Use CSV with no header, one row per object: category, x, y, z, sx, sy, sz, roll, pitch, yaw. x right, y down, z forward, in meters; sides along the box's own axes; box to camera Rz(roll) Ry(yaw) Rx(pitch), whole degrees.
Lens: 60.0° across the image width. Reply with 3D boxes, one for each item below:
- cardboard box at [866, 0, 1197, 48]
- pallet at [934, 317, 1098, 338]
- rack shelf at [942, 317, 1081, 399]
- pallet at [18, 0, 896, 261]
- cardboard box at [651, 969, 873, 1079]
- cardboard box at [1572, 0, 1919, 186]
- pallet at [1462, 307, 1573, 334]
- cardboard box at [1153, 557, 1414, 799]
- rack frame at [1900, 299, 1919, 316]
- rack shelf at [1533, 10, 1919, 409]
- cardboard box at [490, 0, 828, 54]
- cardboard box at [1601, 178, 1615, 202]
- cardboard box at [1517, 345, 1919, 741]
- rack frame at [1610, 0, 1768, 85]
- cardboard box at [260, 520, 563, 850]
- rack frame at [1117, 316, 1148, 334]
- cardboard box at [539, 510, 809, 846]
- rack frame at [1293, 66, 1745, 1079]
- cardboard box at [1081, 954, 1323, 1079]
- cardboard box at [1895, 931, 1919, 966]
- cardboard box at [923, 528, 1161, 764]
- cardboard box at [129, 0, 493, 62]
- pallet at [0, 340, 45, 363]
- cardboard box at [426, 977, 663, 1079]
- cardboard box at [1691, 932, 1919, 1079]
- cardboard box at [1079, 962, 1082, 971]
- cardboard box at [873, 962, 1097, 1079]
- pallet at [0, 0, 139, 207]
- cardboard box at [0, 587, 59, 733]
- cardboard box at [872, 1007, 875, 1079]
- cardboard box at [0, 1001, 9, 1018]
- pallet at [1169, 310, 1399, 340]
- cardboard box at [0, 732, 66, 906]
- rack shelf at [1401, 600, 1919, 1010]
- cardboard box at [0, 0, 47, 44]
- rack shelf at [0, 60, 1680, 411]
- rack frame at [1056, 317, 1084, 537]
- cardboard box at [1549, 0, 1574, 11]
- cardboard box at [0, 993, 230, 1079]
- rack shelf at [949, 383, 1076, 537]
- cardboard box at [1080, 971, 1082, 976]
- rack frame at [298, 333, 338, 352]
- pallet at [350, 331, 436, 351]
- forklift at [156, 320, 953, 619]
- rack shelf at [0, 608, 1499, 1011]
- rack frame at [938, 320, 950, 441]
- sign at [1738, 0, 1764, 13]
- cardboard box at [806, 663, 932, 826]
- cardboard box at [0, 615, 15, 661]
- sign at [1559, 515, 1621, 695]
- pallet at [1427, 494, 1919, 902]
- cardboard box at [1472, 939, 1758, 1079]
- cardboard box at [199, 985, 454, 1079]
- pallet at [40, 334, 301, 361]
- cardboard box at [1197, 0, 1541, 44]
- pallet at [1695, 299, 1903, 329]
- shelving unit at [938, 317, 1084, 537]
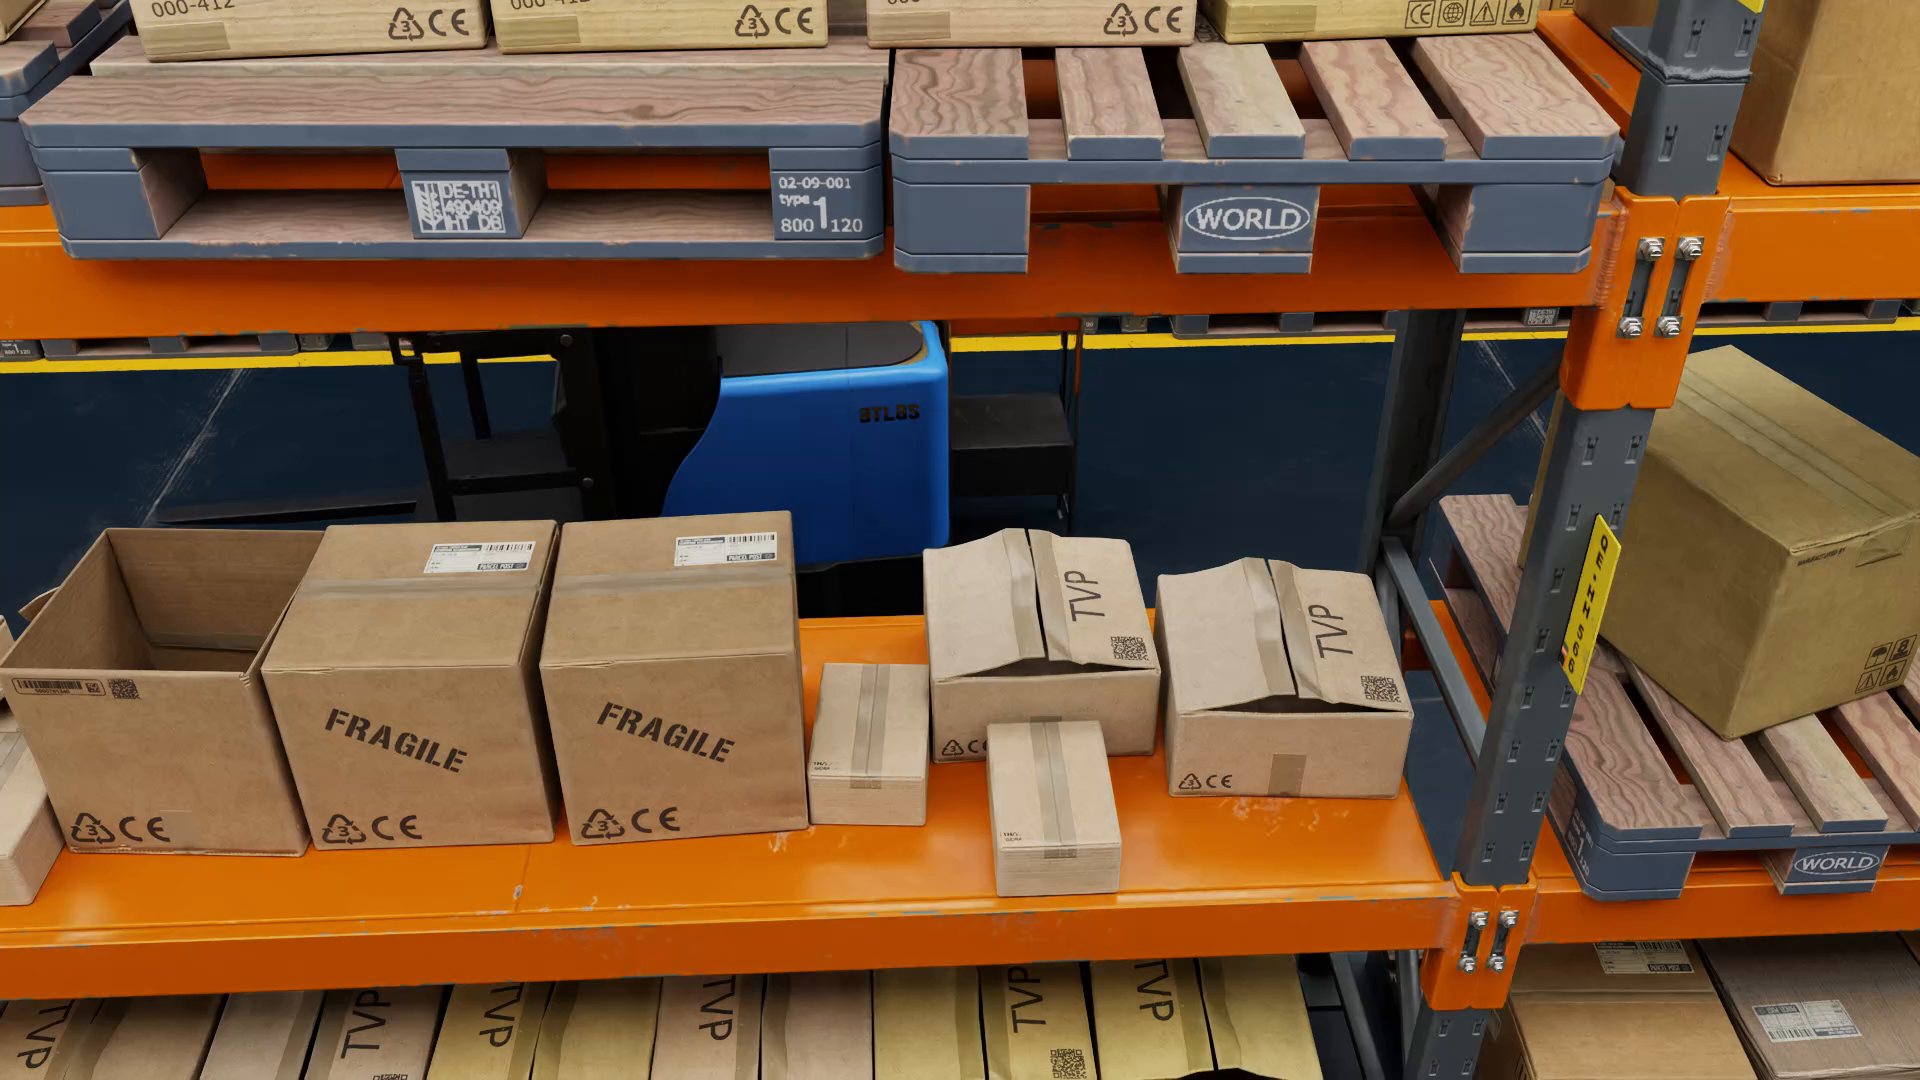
cardboard box,0.104,-0.998,2.683,0.500,0.250,0.500,-1,35,-1
pallet,0.058,-1.371,8.545,1.213,0.211,1.003,-2,35,-2
rack shelf,0.181,-0.859,6.170,0.480,0.518,0.431,-3,35,-4
pallet,-0.713,-0.777,2.767,1.213,0.211,1.003,0,35,0
cardboard box,-0.458,1.189,3.950,0.500,0.311,0.500,-2,35,-3
cardboard box,1.511,-1.027,2.875,0.500,0.500,0.910,-2,35,-2
pallet,2.846,-1.401,8.588,1.213,0.211,1.003,-2,35,-2
cardboard box,0.712,0.300,3.759,0.500,0.311,0.500,1,35,1
rack frame,4.834,-2.645,7.937,0.127,3.000,1.000,-2,35,-2
rack shelf,3.075,-0.713,3.141,4.000,0.370,1.077,-2,35,-2
cardboard box,-0.468,-0.989,2.670,0.500,0.250,0.500,-2,35,-3
cardboard box,3.304,-1.817,8.260,0.750,0.750,0.750,-1,35,-1
cardboard box,1.701,-0.017,3.682,0.500,0.500,0.700,-13,37,-18
rack frame,1.077,-2.189,2.005,0.127,3.000,1.000,-2,35,-2
cardboard box,-1.124,0.306,3.585,0.500,0.500,0.500,-1,35,-2
rack frame,0.839,-2.538,7.781,0.127,3.000,1.000,-2,35,-2
cardboard box,-0.598,0.291,3.605,0.500,0.500,0.500,-3,35,-5
rack frame,1.077,0.278,3.712,0.127,3.000,1.000,-2,35,-2
cardboard box,0.566,1.159,3.993,0.500,0.311,0.500,-1,35,-1
cardboard box,2.569,1.247,4.122,0.500,0.500,0.500,-2,35,-3
cardboard box,0.175,0.229,3.862,0.500,0.311,0.500,-2,35,-3
cardboard box,-1.006,-0.975,2.650,0.500,0.250,0.500,-4,35,-6
pallet,-5.047,-1.211,8.314,1.213,0.211,1.003,-2,35,-2
cardboard box,-0.958,1.201,3.932,0.500,0.311,0.500,-1,35,-1
cardboard box,2.068,1.258,4.107,0.500,0.500,0.500,-3,35,-4
cardboard box,0.540,0.853,4.437,0.500,0.311,0.500,0,35,-1
cardboard box,0.047,1.177,3.968,0.500,0.311,0.500,-2,35,-3
pallet,-2.038,-0.800,2.802,1.217,0.209,0.805,-3,35,-4
cardboard box,-2.049,0.313,3.780,0.258,0.266,0.396,-2,35,-3
cardboard box,-0.454,1.417,4.114,0.500,0.250,0.500,-1,35,-1
cardboard box,-2.494,1.244,3.872,0.500,0.311,0.500,-1,35,-2
pallet,1.630,-1.369,8.543,1.213,0.211,1.003,-2,35,-2
cardboard box,-2.024,0.581,3.495,0.250,0.149,0.380,-2,35,-2
rack shelf,3.075,0.520,3.995,4.000,0.370,1.077,-2,35,-2
cardboard box,-1.754,-0.986,2.666,0.500,0.250,0.500,-5,35,-7
rack shelf,-0.921,-0.606,2.986,4.000,0.370,1.077,-2,35,-2
rack frame,0.425,-0.882,6.179,0.015,2.100,0.400,-3,35,-4
cardboard box,2.875,-2.617,7.529,0.500,0.500,0.500,-1,35,-1
cardboard box,-1.993,1.233,3.887,0.500,0.311,0.500,-2,35,-3
rack shelf,0.181,-0.284,6.569,0.480,0.518,0.431,-3,35,-4
cardboard box,0.540,1.083,4.596,0.500,0.250,0.500,-2,35,-2
rack frame,-3.157,-2.430,7.625,0.127,3.000,1.000,-2,35,-2
pallet,-2.379,-1.305,8.450,1.213,0.211,1.003,-2,35,-2
forklift,-1.589,-1.069,5.719,3.031,2.935,1.130,-5,35,-7
rack shelf,-0.921,0.628,3.839,4.000,0.370,1.077,-2,35,-2
rack frame,-0.062,-0.859,6.147,0.015,2.100,0.400,-3,35,-4
sign,1.095,-0.885,2.233,0.005,0.325,0.100,-2,35,-2
cardboard box,-0.194,0.448,3.688,0.250,0.149,0.380,1,35,1
cardboard box,-2.429,0.409,3.654,0.500,0.250,0.500,1,35,1
sign,1.107,0.117,2.927,0.005,0.325,0.100,-2,35,-2
pallet,1.751,0.299,3.851,1.003,0.211,1.213,-2,35,-2
cardboard box,1.545,1.275,4.082,0.500,0.500,0.500,0,35,0
cardboard box,-1.477,1.218,3.908,0.500,0.311,0.500,-3,35,-4
pallet,-3.826,-1.245,8.364,1.213,0.211,1.003,-2,35,-2
cardboard box,0.627,-1.022,2.718,0.500,0.250,0.500,-4,35,-6
pallet,4.067,-1.435,8.638,1.213,0.211,1.003,-2,35,-2
shelving unit,0.181,-0.870,6.163,0.503,2.100,0.431,-3,35,-4
